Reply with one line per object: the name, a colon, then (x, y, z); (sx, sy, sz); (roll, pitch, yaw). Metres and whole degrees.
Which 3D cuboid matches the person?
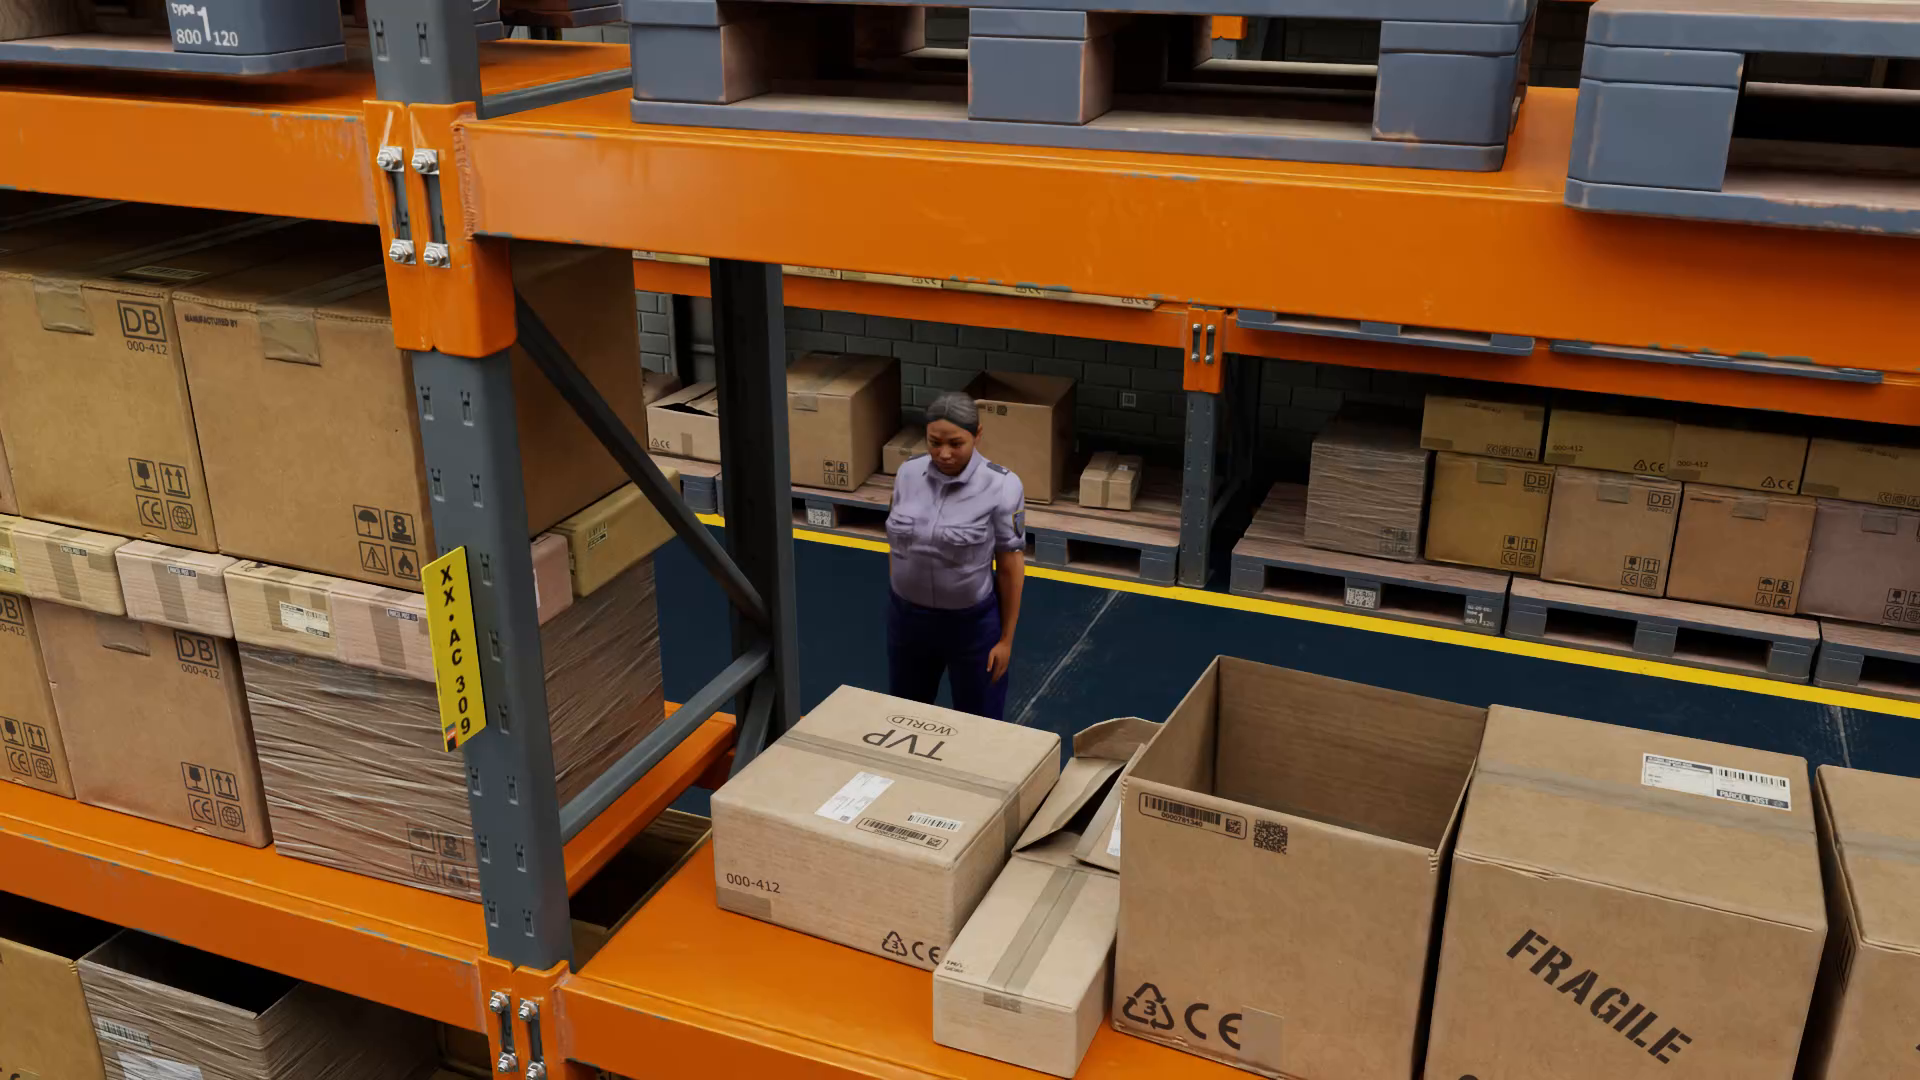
person: (-0.021, 0.300, 5.401); (0.472, 1.643, 0.341); (9, 24, 21)
